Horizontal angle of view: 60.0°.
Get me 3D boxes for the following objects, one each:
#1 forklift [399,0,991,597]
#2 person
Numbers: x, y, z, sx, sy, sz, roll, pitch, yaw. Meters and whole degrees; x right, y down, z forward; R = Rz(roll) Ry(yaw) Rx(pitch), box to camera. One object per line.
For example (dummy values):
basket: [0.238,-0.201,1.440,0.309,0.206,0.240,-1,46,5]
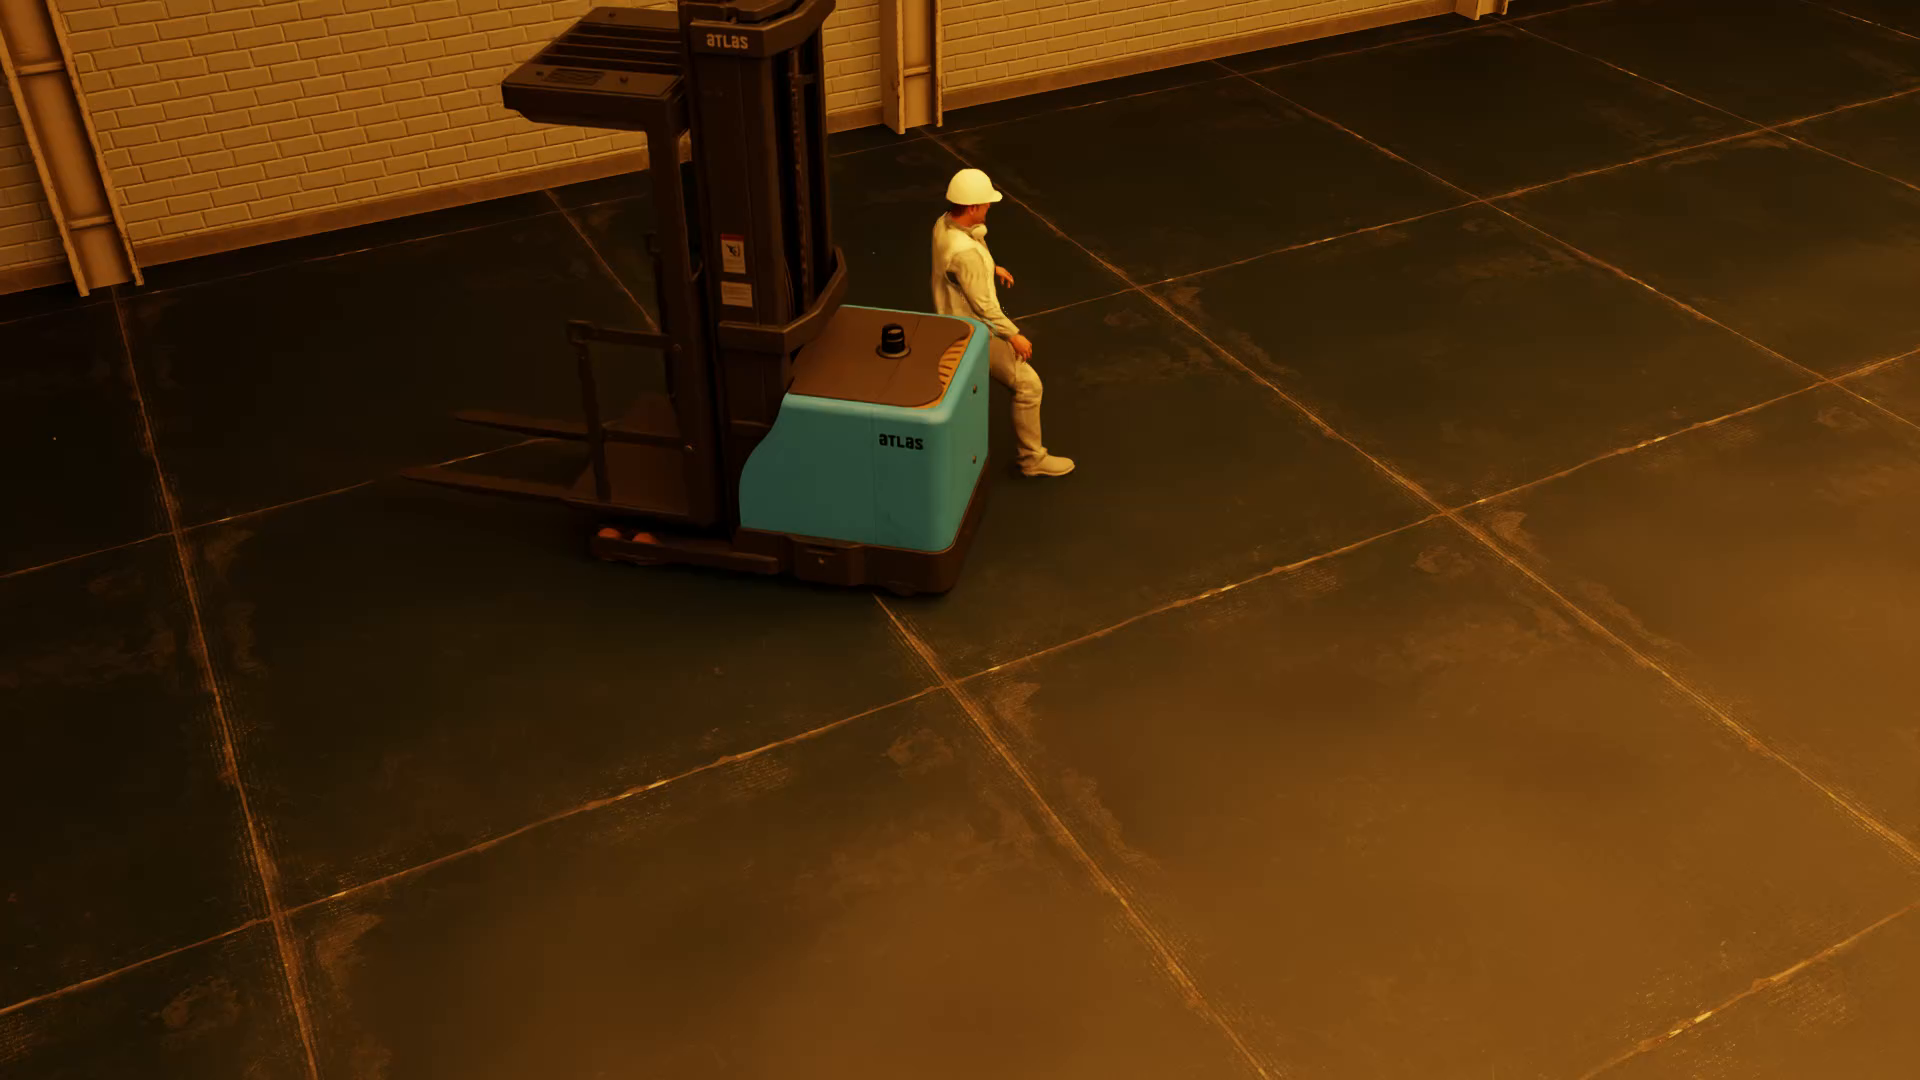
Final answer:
forklift: [-1.411,-1.354,8.038,3.031,2.935,1.130,7,36,10]
person: [0.195,-1.235,9.003,0.779,1.629,0.878,-5,36,-7]
